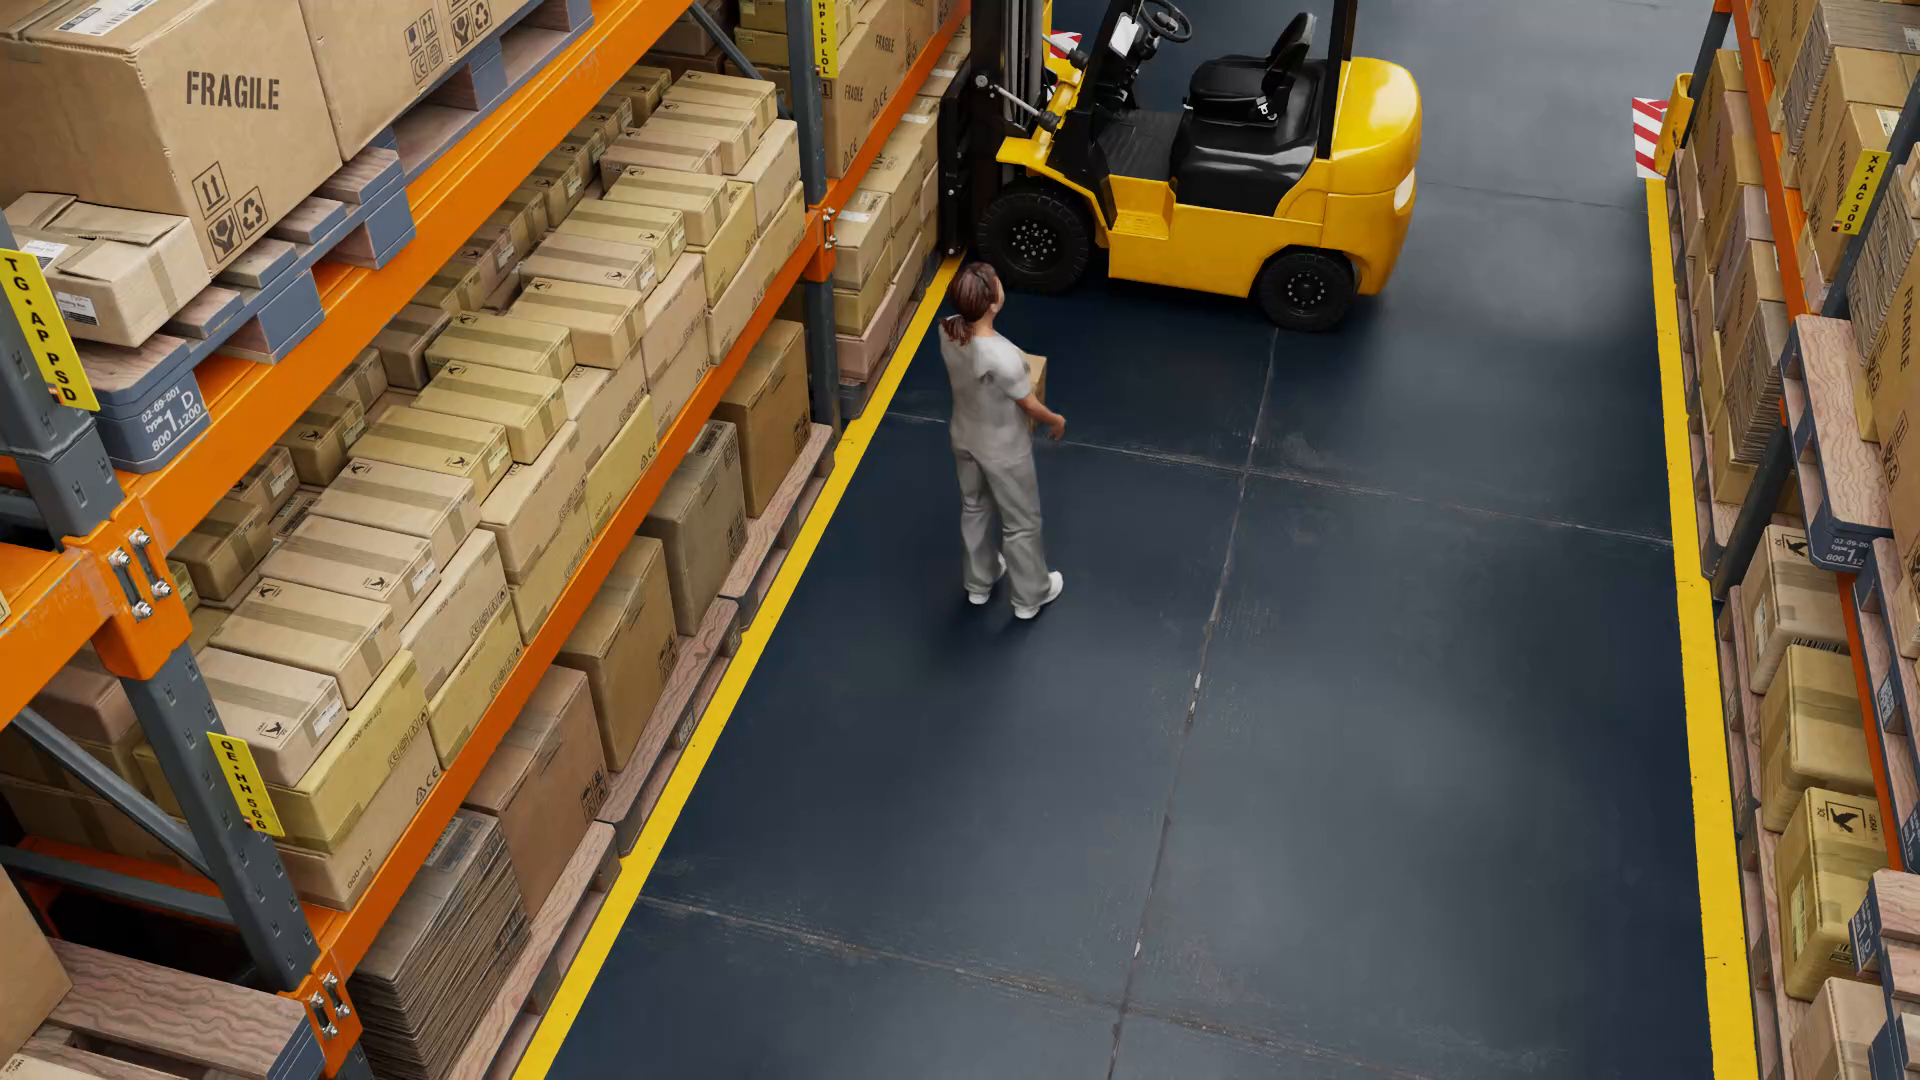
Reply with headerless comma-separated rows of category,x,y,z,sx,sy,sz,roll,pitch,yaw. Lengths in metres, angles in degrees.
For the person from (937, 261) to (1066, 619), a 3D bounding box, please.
person,0.156,-0.404,6.615,0.519,1.673,0.484,-30,49,-30
